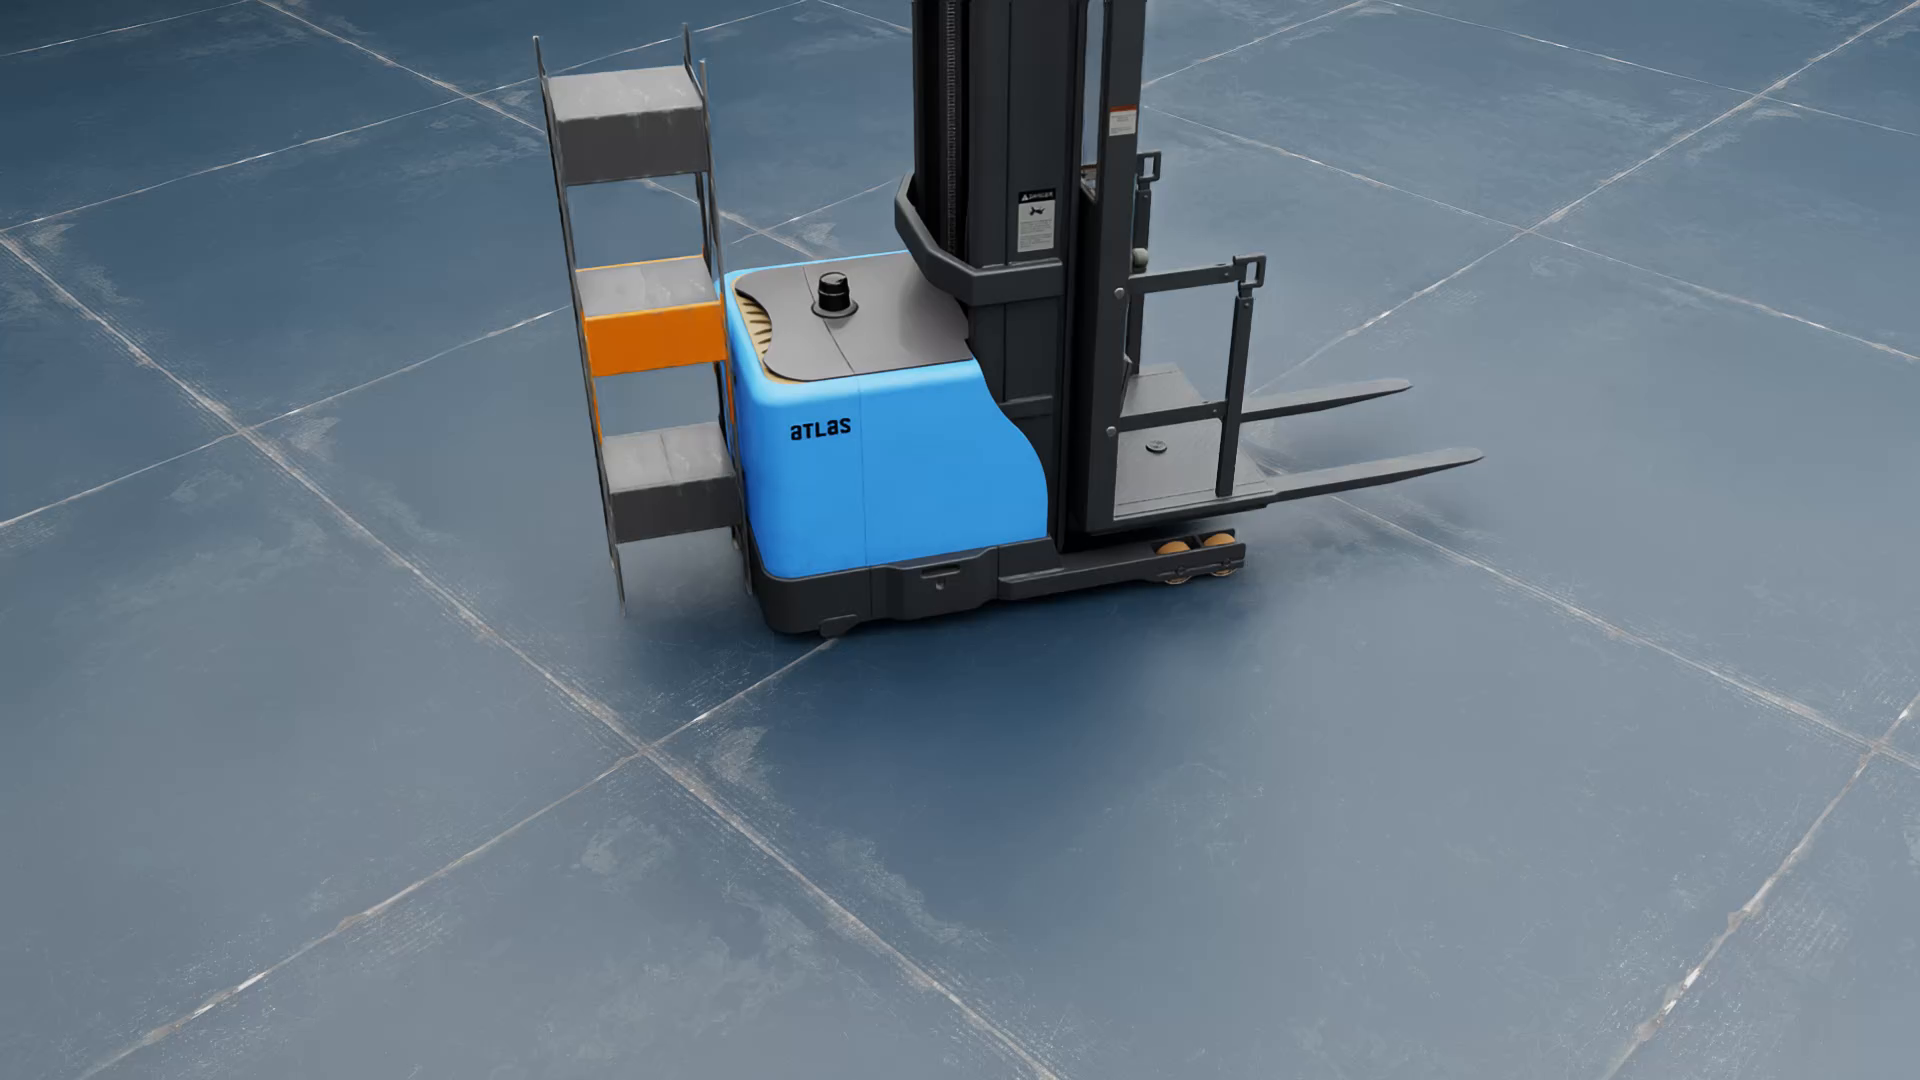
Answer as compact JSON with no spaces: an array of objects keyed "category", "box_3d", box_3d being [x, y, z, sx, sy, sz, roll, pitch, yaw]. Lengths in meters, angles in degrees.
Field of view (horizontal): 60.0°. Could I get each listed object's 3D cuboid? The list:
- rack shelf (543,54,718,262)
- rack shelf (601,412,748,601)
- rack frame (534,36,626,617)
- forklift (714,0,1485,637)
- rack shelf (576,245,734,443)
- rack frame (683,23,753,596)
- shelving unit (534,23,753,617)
[{"category":"rack shelf","box_3d":[-1.100,-1.280,5.550,0.480,0.518,0.431,-9,36,-13]},{"category":"rack shelf","box_3d":[-1.100,-0.131,6.350,0.480,0.518,0.431,-9,36,-13]},{"category":"rack frame","box_3d":[-1.334,-0.678,5.887,0.015,2.100,0.400,-9,36,-13]},{"category":"forklift","box_3d":[0.619,-1.310,6.067,3.031,2.935,1.130,-9,36,-13]},{"category":"rack shelf","box_3d":[-1.100,-0.706,5.950,0.480,0.518,0.431,-9,36,-13]},{"category":"rack frame","box_3d":[-0.865,-0.755,5.997,0.015,2.100,0.400,-9,36,-13]},{"category":"shelving unit","box_3d":[-1.100,-0.717,5.942,0.503,2.100,0.431,-9,36,-13]}]
